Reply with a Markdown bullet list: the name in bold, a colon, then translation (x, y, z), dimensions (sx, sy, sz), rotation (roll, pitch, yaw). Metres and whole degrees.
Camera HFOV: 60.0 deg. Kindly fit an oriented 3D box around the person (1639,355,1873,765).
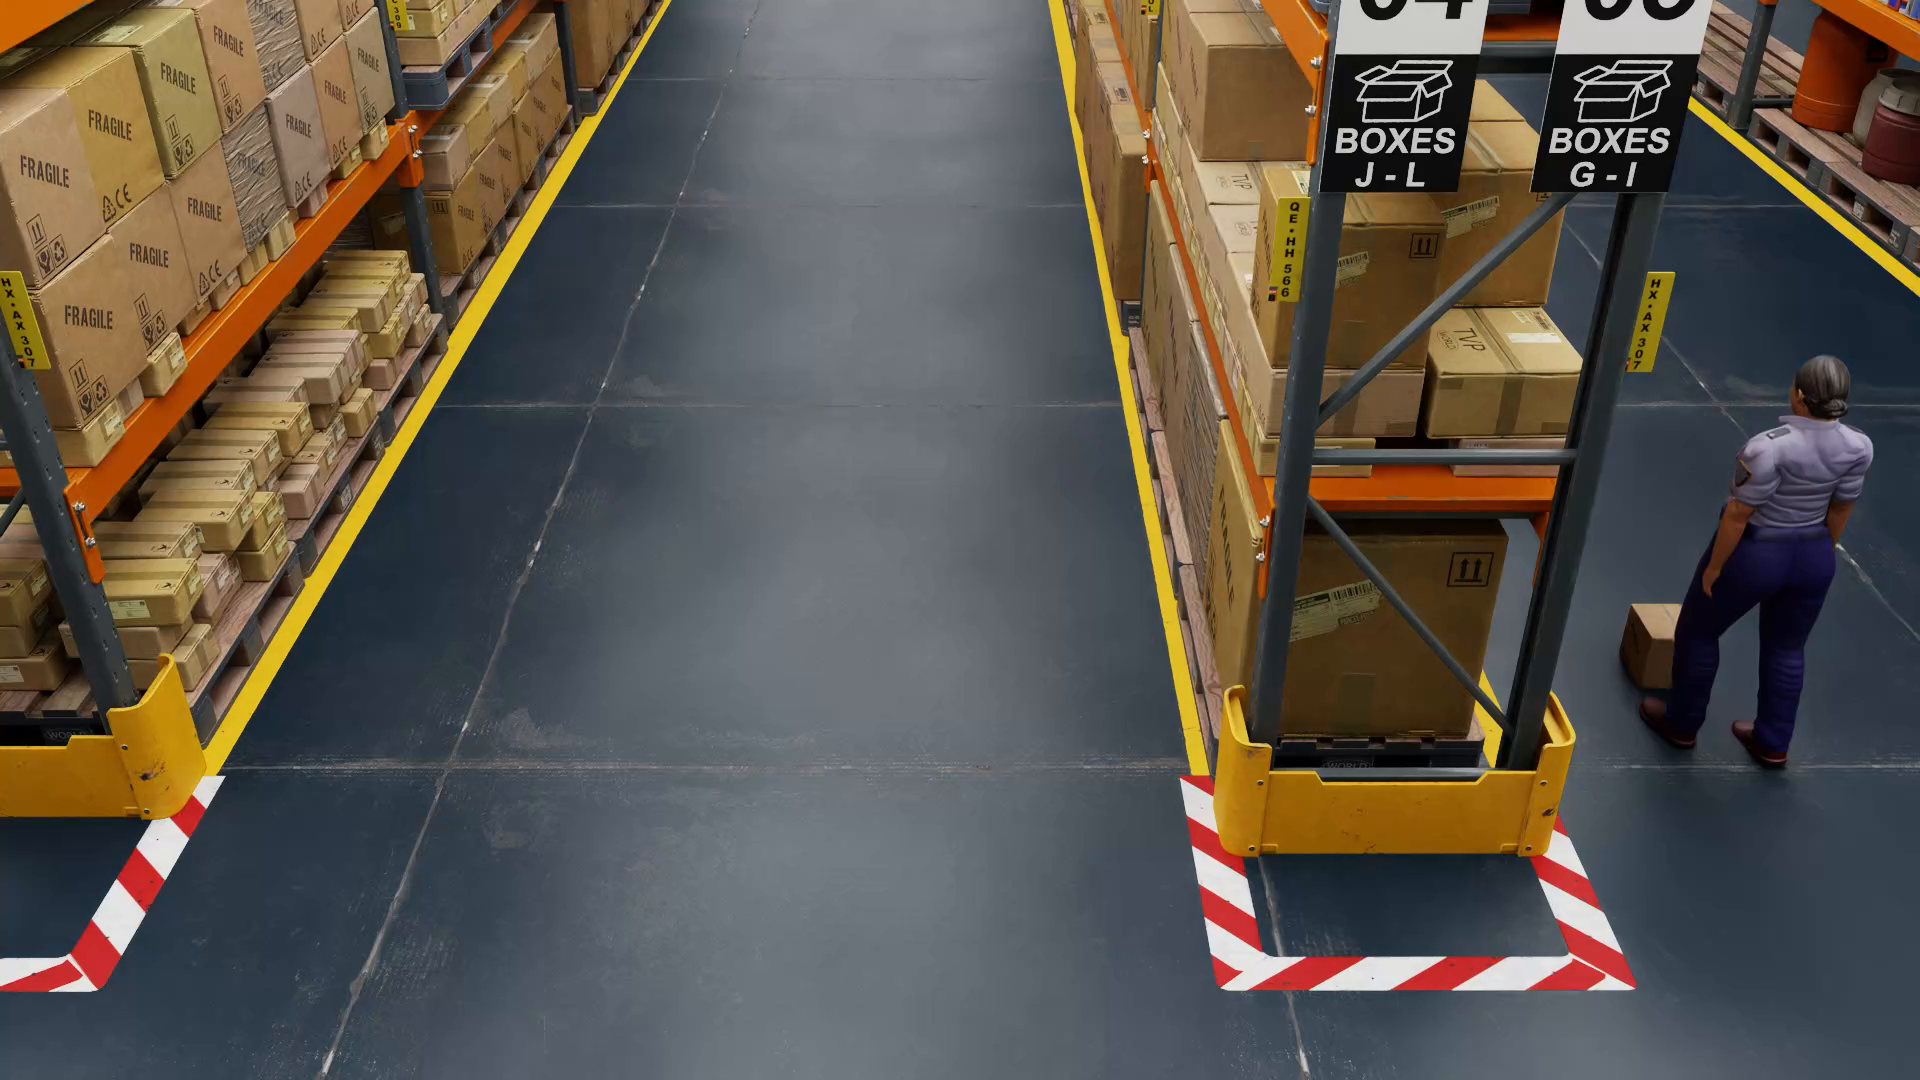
- **person**: translation (2.917, 0.074, 6.046), dimensions (0.471, 1.661, 0.460), rotation (-4, 32, -6)
